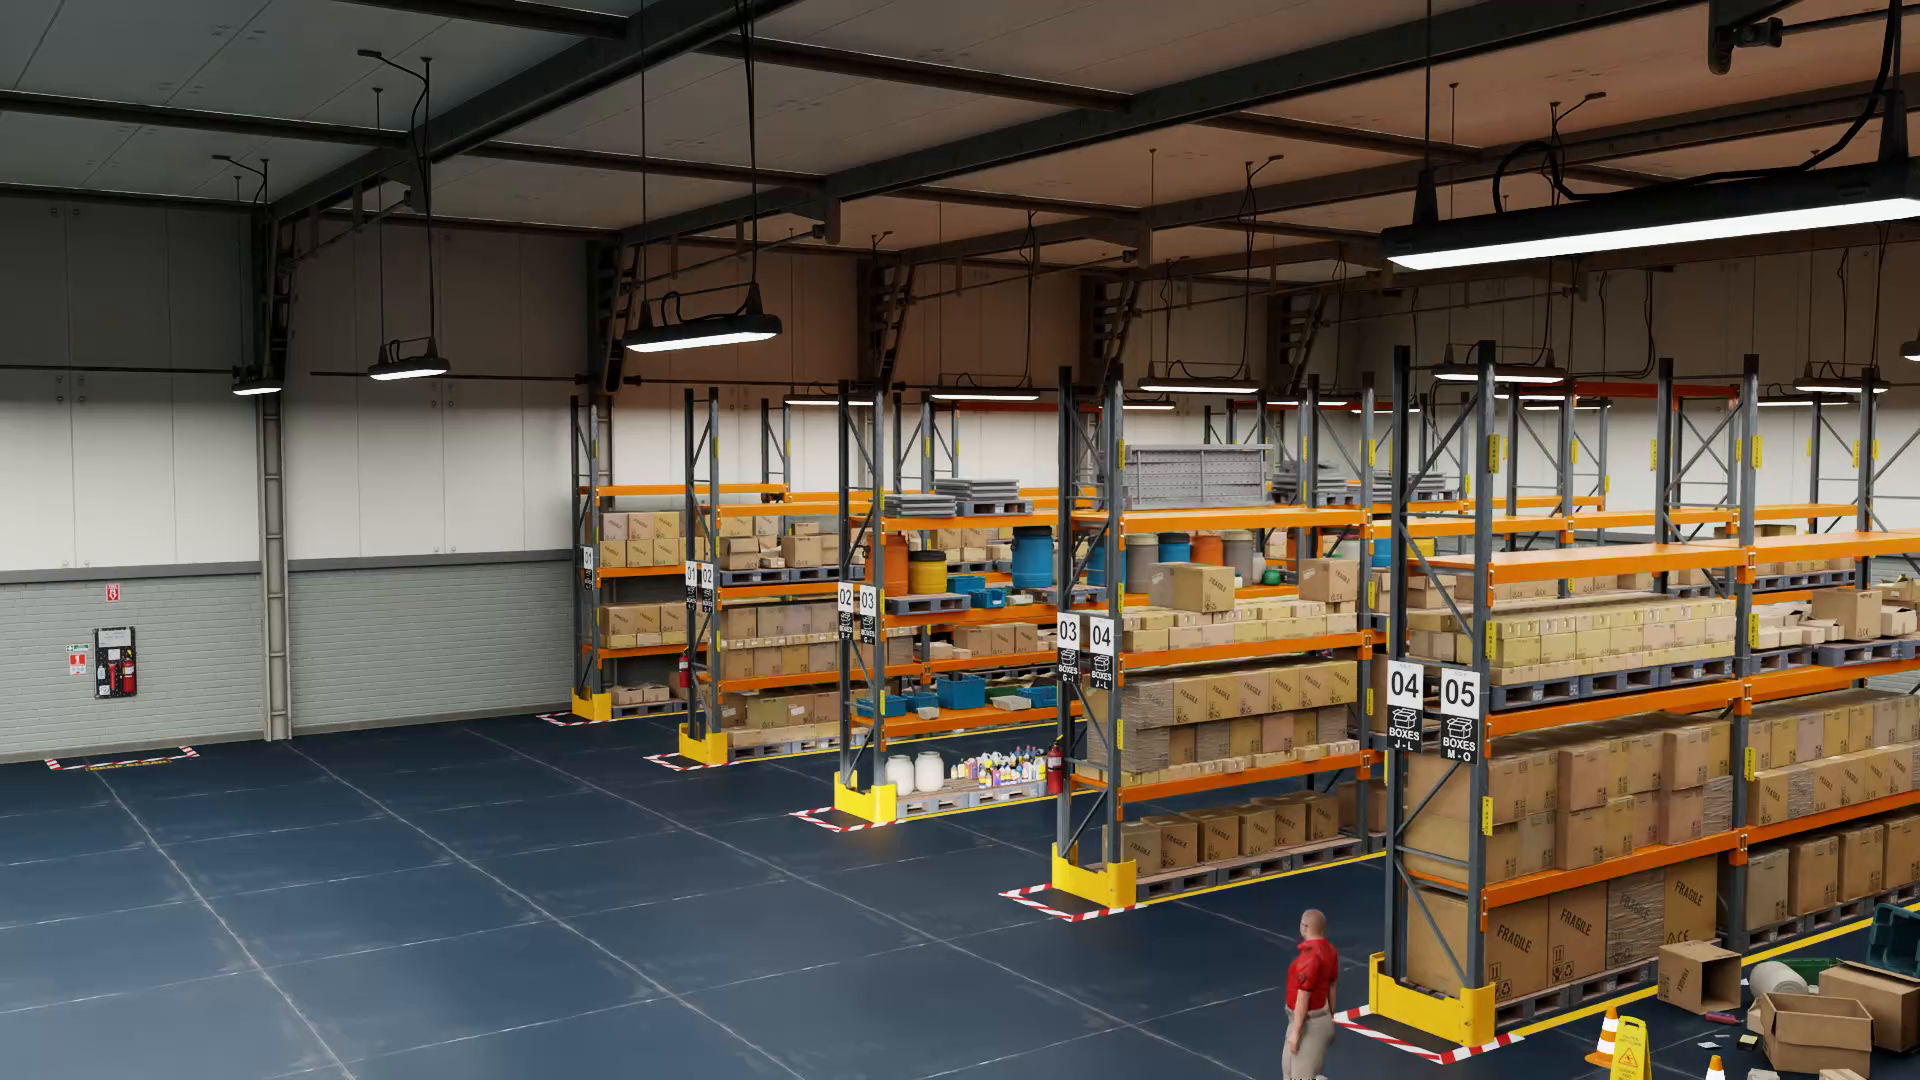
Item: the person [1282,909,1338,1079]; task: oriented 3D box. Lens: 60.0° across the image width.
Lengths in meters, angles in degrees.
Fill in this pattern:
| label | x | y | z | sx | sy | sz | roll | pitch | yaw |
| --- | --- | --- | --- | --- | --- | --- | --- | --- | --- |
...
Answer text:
| label | x | y | z | sx | sy | sz | roll | pitch | yaw |
| --- | --- | --- | --- | --- | --- | --- | --- | --- | --- |
| person | 2.606 | 3.558 | 12.184 | 0.748 | 1.715 | 0.488 | 0 | 3 | 4 |
